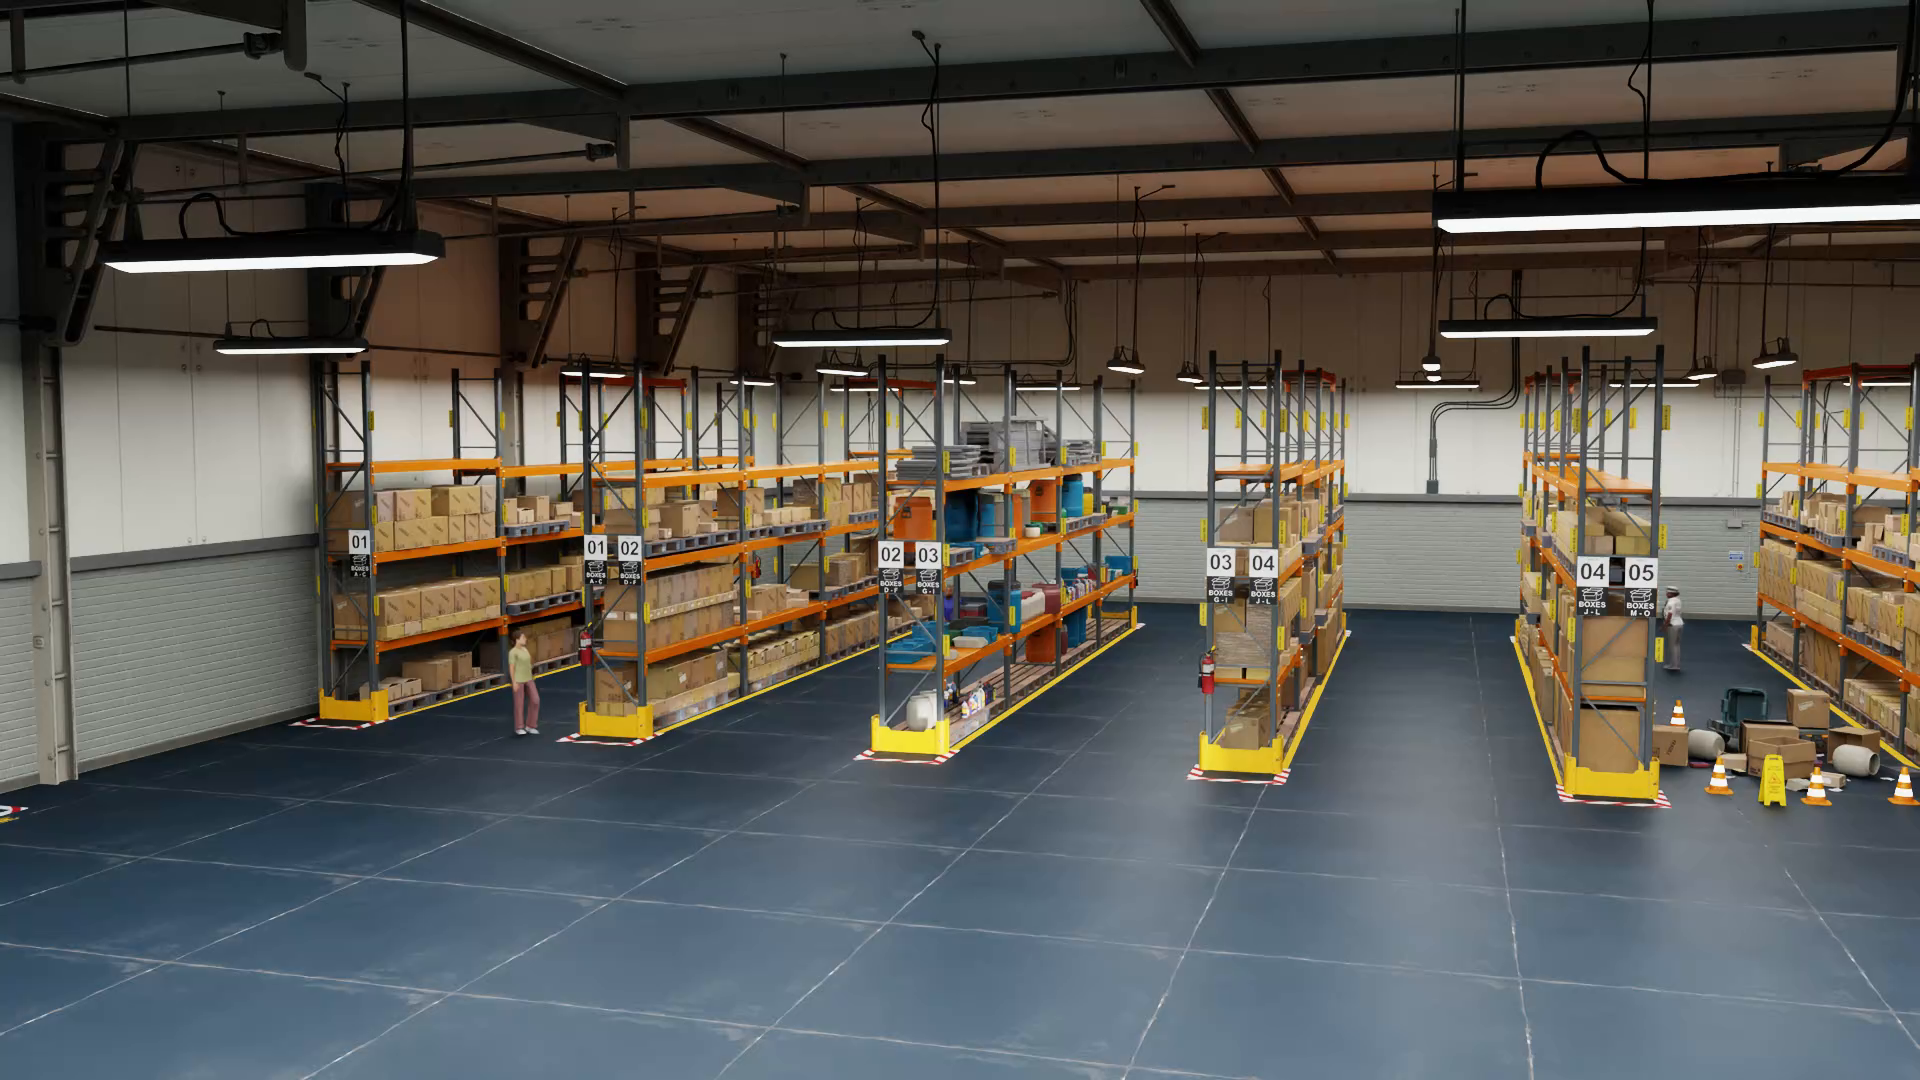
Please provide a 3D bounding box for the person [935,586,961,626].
[{"bbox_3d":[-0.257,1.736,33.912,0.627,1.608,1.028,1,4,16],"label":"person"}]

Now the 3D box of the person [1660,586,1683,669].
[{"bbox_3d":[14.370,1.778,33.525,0.375,1.689,0.466,4,6,43],"label":"person"}]

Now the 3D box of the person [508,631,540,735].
[{"bbox_3d":[-7.010,2.297,26.594,0.406,1.711,0.485,4,5,41],"label":"person"}]
